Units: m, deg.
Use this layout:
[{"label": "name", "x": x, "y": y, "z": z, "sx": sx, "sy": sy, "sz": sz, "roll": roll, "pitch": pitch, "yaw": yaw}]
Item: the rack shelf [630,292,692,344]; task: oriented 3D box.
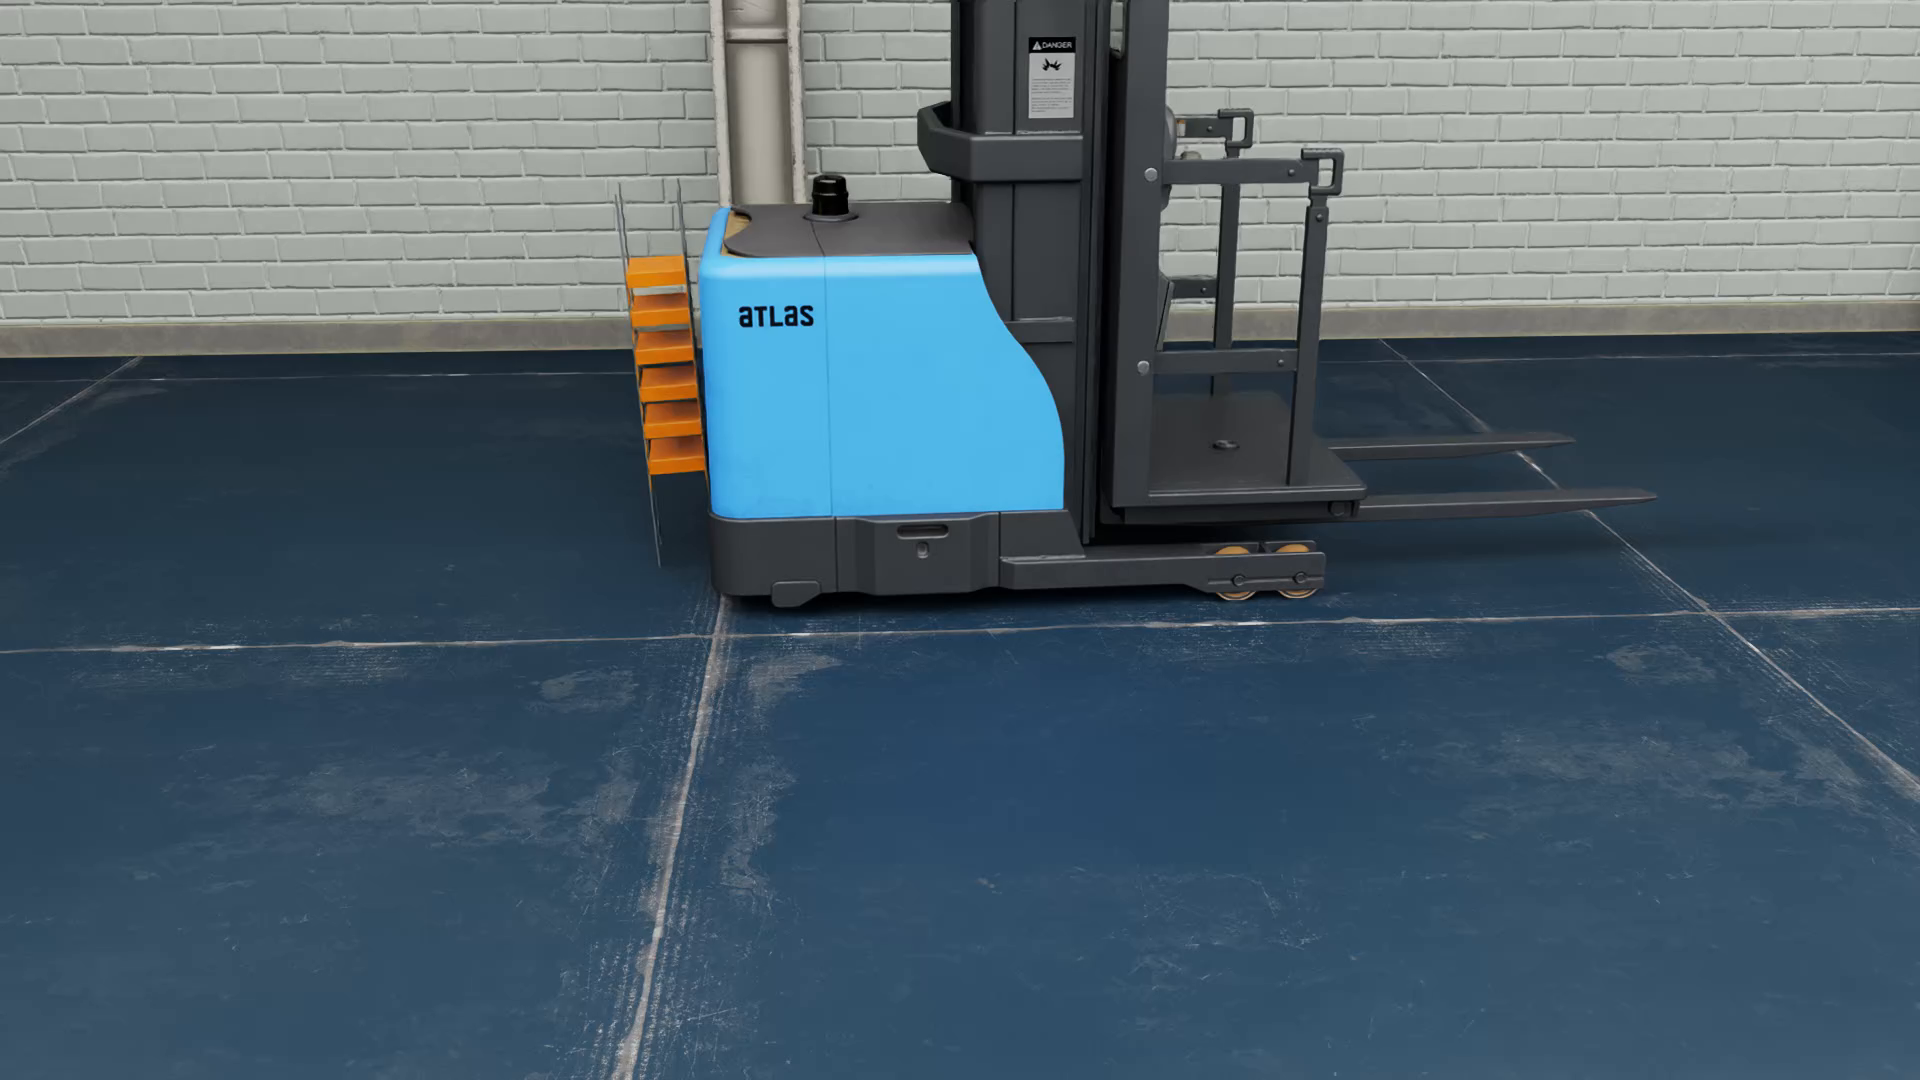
[{"label": "rack shelf", "x": -0.935, "y": -0.704, "z": 5.223, "sx": 0.180, "sy": 0.103, "sz": 0.258, "roll": -5, "pitch": 21, "yaw": -7}]

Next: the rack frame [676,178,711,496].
[{"label": "rack frame", "x": -0.836, "y": -0.530, "z": 5.304, "sx": 0.006, "sy": 1.200, "sz": 0.240, "roll": -5, "pitch": 21, "yaw": -7}]

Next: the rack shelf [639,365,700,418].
[{"label": "rack shelf", "x": -0.925, "y": -0.480, "z": 5.309, "sx": 0.180, "sy": 0.103, "sz": 0.258, "roll": -5, "pitch": 21, "yaw": -7}]

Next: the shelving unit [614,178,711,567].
[{"label": "shelving unit", "x": -0.927, "y": -0.521, "z": 5.293, "sx": 0.189, "sy": 1.200, "sz": 0.258, "roll": -5, "pitch": 21, "yaw": -7}]

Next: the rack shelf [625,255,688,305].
[{"label": "rack shelf", "x": -0.941, "y": -0.815, "z": 5.179, "sx": 0.180, "sy": 0.103, "sz": 0.258, "roll": -5, "pitch": 21, "yaw": -7}]

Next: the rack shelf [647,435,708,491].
[{"label": "rack shelf", "x": -0.914, "y": -0.256, "z": 5.396, "sx": 0.180, "sy": 0.103, "sz": 0.258, "roll": -5, "pitch": 21, "yaw": -7}]

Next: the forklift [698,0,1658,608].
[{"label": "forklift", "x": 0.713, "y": -1.367, "z": 5.092, "sx": 3.031, "sy": 2.935, "sz": 1.130, "roll": -2, "pitch": 21, "yaw": -5}]

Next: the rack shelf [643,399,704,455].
[{"label": "rack shelf", "x": -0.919, "y": -0.368, "z": 5.353, "sx": 0.180, "sy": 0.103, "sz": 0.258, "roll": -5, "pitch": 21, "yaw": -7}]

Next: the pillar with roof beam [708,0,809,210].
[{"label": "pillar with roof beam", "x": -0.661, "y": -3.571, "z": 2.354, "sx": 0.400, "sy": 9.000, "sz": 9.100, "roll": -1, "pitch": 21, "yaw": -3}]

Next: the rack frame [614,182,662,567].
[{"label": "rack frame", "x": -1.017, "y": -0.513, "z": 5.283, "sx": 0.006, "sy": 1.200, "sz": 0.240, "roll": -5, "pitch": 21, "yaw": -7}]

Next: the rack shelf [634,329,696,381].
[{"label": "rack shelf", "x": -0.930, "y": -0.592, "z": 5.266, "sx": 0.180, "sy": 0.103, "sz": 0.258, "roll": -5, "pitch": 21, "yaw": -7}]
